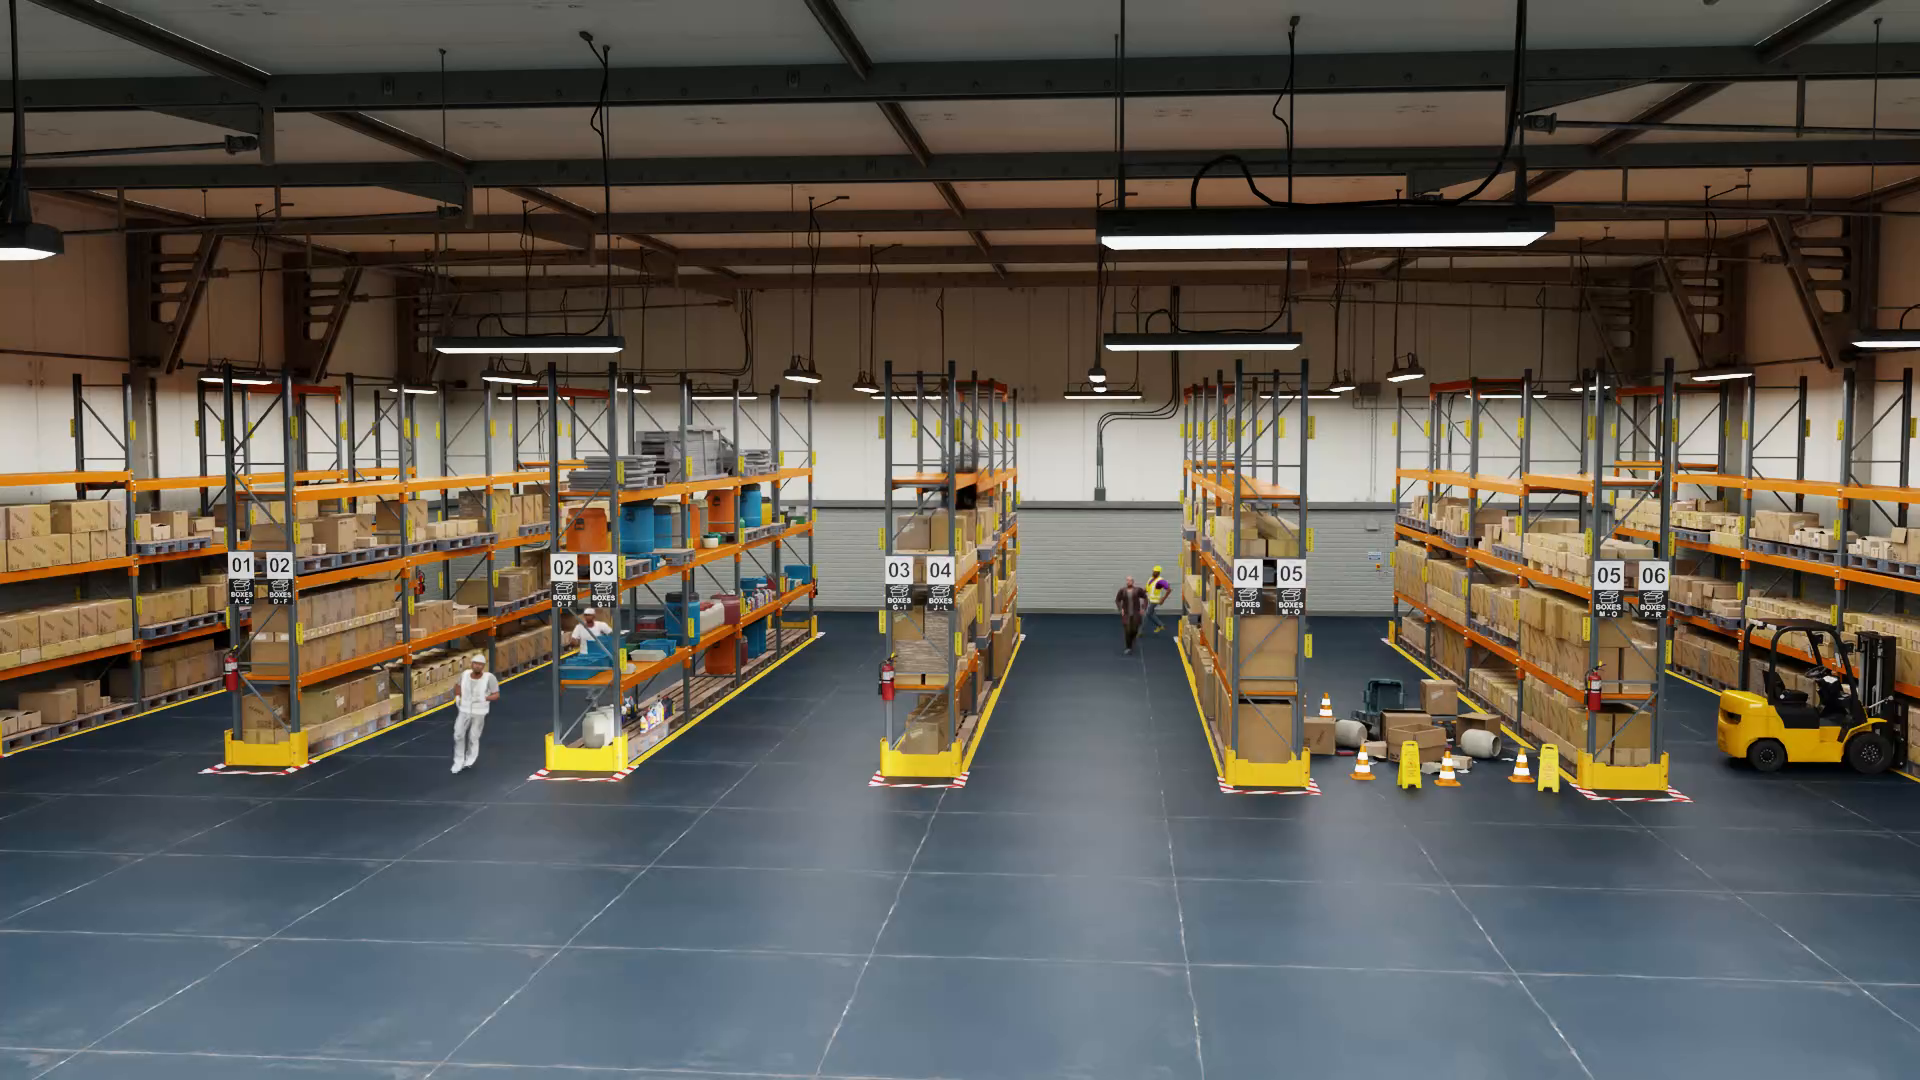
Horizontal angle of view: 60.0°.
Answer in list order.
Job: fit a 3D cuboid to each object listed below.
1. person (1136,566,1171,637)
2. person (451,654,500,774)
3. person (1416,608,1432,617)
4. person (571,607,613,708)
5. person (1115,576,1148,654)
[{"bbox_3d":[4.605,1.479,40.159,0.941,1.728,0.754,-1,4,-18],"label":"person"},{"bbox_3d":[-7.121,2.544,24.466,0.705,1.764,0.676,0,4,-4],"label":"person"},{"bbox_3d":[11.311,1.504,40.213,0.726,1.731,0.773,3,5,40],"label":"person"},{"bbox_3d":[-6.715,2.143,30.294,0.724,1.848,0.757,0,4,6],"label":"person"},{"bbox_3d":[3.860,1.682,37.488,0.733,1.750,0.702,1,4,10],"label":"person"}]
